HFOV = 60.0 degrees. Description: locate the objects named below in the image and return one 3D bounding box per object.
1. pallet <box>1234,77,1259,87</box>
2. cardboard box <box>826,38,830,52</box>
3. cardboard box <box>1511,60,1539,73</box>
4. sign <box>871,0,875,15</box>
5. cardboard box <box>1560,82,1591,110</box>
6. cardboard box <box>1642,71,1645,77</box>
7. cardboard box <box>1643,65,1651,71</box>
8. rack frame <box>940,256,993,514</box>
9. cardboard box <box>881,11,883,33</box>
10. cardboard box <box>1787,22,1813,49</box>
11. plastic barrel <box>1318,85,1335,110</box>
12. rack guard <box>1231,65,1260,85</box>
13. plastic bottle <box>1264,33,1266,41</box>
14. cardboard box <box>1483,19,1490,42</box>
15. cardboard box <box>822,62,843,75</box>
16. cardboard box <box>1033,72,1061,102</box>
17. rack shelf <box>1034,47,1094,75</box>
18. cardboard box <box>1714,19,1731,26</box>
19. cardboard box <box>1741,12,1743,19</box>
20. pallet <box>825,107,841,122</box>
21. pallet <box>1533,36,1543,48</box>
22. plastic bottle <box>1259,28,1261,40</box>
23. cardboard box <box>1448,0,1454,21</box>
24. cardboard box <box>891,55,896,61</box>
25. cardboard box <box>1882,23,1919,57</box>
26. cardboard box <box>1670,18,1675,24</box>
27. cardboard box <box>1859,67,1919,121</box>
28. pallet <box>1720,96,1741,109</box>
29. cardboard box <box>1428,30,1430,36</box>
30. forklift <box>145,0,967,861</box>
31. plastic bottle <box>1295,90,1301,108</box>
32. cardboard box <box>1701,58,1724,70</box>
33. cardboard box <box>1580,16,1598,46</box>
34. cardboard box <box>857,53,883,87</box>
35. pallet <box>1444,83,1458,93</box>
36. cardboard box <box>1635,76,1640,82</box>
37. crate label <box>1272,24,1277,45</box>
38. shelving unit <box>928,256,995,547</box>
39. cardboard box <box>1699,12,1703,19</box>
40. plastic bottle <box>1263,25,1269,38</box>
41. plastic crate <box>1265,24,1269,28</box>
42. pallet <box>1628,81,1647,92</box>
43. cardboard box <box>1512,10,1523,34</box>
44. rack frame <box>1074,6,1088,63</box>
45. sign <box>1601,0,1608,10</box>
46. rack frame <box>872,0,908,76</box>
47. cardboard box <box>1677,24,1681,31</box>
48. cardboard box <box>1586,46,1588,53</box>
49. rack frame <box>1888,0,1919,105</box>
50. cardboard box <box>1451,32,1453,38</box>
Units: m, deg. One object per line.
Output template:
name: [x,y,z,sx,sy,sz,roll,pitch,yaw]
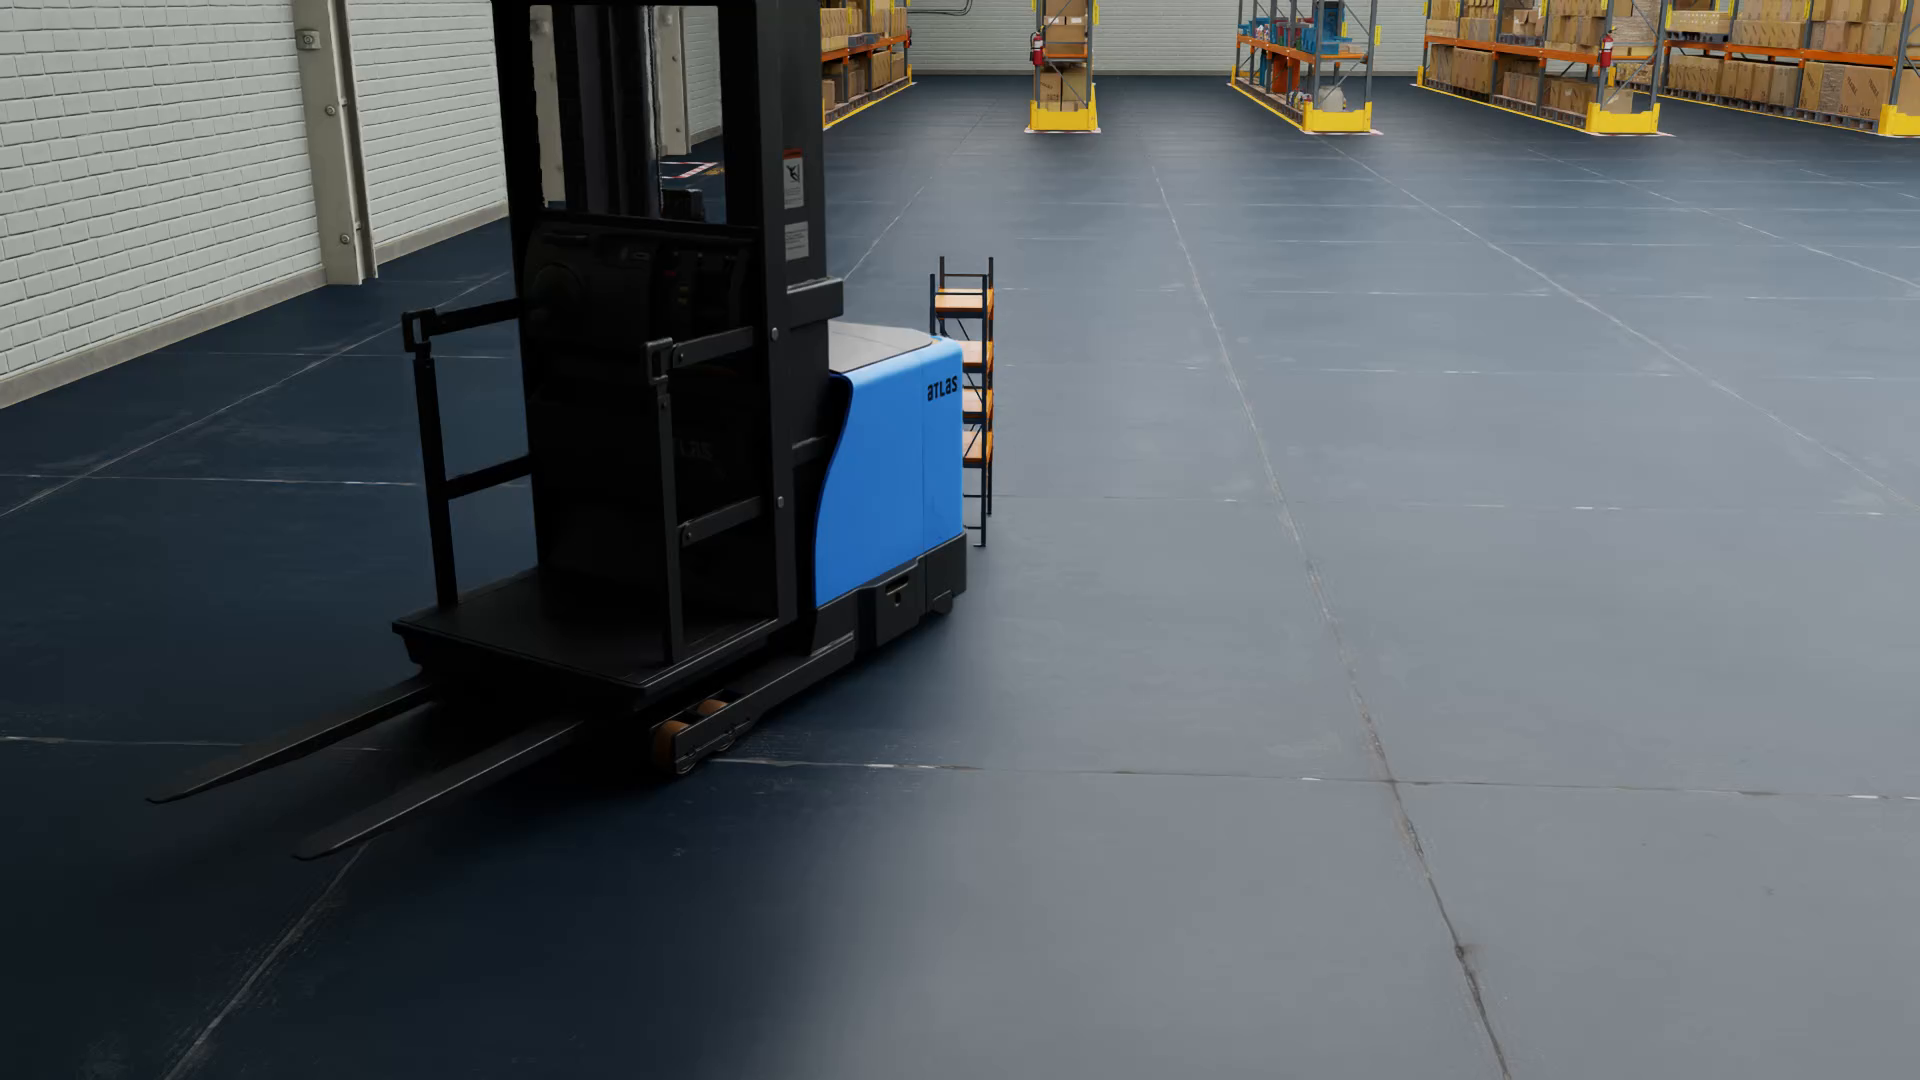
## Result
pallet: [7.849,-12.156,44.181,1.003,0.211,1.213,1,18,4]
cardboard box: [-2.707,-9.232,30.990,0.500,0.250,0.500,1,18,2]
cardboard box: [12.296,-10.310,36.173,0.500,0.250,0.500,2,18,6]
sign: [-1.966,-11.976,37.422,0.100,0.325,0.005,1,18,4]
cardboard box: [11.925,-8.609,32.218,0.500,0.500,0.500,7,20,21]
cardboard box: [17.409,-11.738,41.855,0.380,0.149,0.250,0,18,1]
cardboard box: [17.320,-11.808,41.589,0.380,0.149,0.250,0,18,1]
rack frame: [0.029,-0.697,7.624,0.240,1.200,0.015,1,18,4]
cardboard box: [-2.105,-12.294,39.456,0.500,0.500,0.500,2,18,5]
cardboard box: [16.738,-9.972,32.878,0.500,0.500,0.500,1,18,4]
plastic barrel: [6.807,-8.146,30.786,0.421,0.512,0.421,0,18,0]
rack guard: [7.936,-12.556,44.939,1.175,0.500,0.348,1,18,4]
plastic bottle: [7.069,-11.611,38.359,0.097,0.201,0.097,0,18,0]
cardboard box: [12.144,-11.502,37.547,0.500,0.500,0.500,1,18,3]
cardboard box: [-2.730,-9.974,35.147,0.500,0.250,0.500,1,18,3]
cardboard box: [1.601,-8.301,30.476,0.500,0.500,0.500,1,18,4]
rack shelf: [2.003,-9.158,31.709,1.077,0.370,4.000,1,18,4]
cardboard box: [16.835,-11.384,36.599,0.380,0.149,0.250,2,18,5]
cardboard box: [17.497,-11.584,36.733,0.380,0.149,0.250,1,18,2]
pallet: [-2.892,-8.316,32.462,1.003,0.211,1.213,1,18,4]
pallet: [12.227,-10.041,33.559,1.003,0.211,1.213,1,18,4]
plastic bottle: [7.181,-12.012,39.463,0.152,0.276,0.135,1,18,4]
cardboard box: [12.407,-13.114,41.186,0.500,0.500,0.500,1,18,4]
cardboard box: [-1.859,-12.367,42.646,0.380,0.149,0.250,2,18,6]
cardboard box: [16.662,-8.702,28.921,0.875,0.550,0.550,1,18,4]
cardboard box: [17.037,-12.270,39.303,0.380,0.149,0.250,1,18,3]
cardboard box: [16.663,-7.916,29.502,0.875,0.875,0.875,1,18,4]
pallet: [17.122,-9.430,35.864,1.003,0.211,1.213,1,18,4]
cardboard box: [12.516,-13.323,43.670,0.380,0.149,0.250,1,18,3]
forklift: [-1.166,-0.825,5.234,1.130,2.935,3.031,11,21,29]
plastic bottle: [6.571,-8.527,32.177,0.144,0.351,0.185,1,18,3]
cardboard box: [17.067,-10.742,37.525,0.500,0.250,0.500,2,18,5]
cardboard box: [11.723,-9.173,29.963,0.875,0.500,0.500,1,18,4]
cardboard box: [-2.255,-11.148,39.405,0.750,0.750,0.750,1,18,4]
pallet: [12.733,-11.292,41.547,1.003,0.211,1.213,1,18,4]
cardboard box: [17.373,-11.692,42.191,0.380,0.149,0.250,1,18,4]
crate label: [7.033,-10.966,36.014,0.502,0.435,0.616,1,18,4]
shelving unit: [0.012,-0.622,7.393,0.258,1.200,0.503,1,18,4]
cardboard box: [16.909,-11.841,37.516,0.380,0.149,0.250,1,18,4]
plastic bottle: [7.112,-11.767,38.595,0.144,0.351,0.185,1,18,4]
plastic crate: [7.954,-12.936,42.178,0.437,0.282,0.530,1,18,4]
pallet: [17.638,-11.505,42.196,1.003,0.211,1.213,1,18,4]
cardboard box: [12.315,-11.219,36.010,0.500,0.500,0.500,-1,18,-3]
rack frame: [2.720,-12.605,41.075,1.000,3.000,0.127,1,18,4]
sign: [11.188,-9.375,28.850,0.100,0.325,0.005,1,18,4]
rack frame: [-1.934,-13.957,45.201,1.000,3.000,0.127,1,18,4]
cardboard box: [16.999,-11.967,38.857,0.380,0.149,0.250,1,18,4]
cardboard box: [11.633,-8.940,30.294,0.380,0.149,0.250,1,18,4]
rack frame: [16.680,-8.514,28.589,1.000,3.000,0.127,1,18,4]
cardboard box: [12.314,-12.446,40.992,0.380,0.149,0.250,2,18,5]
